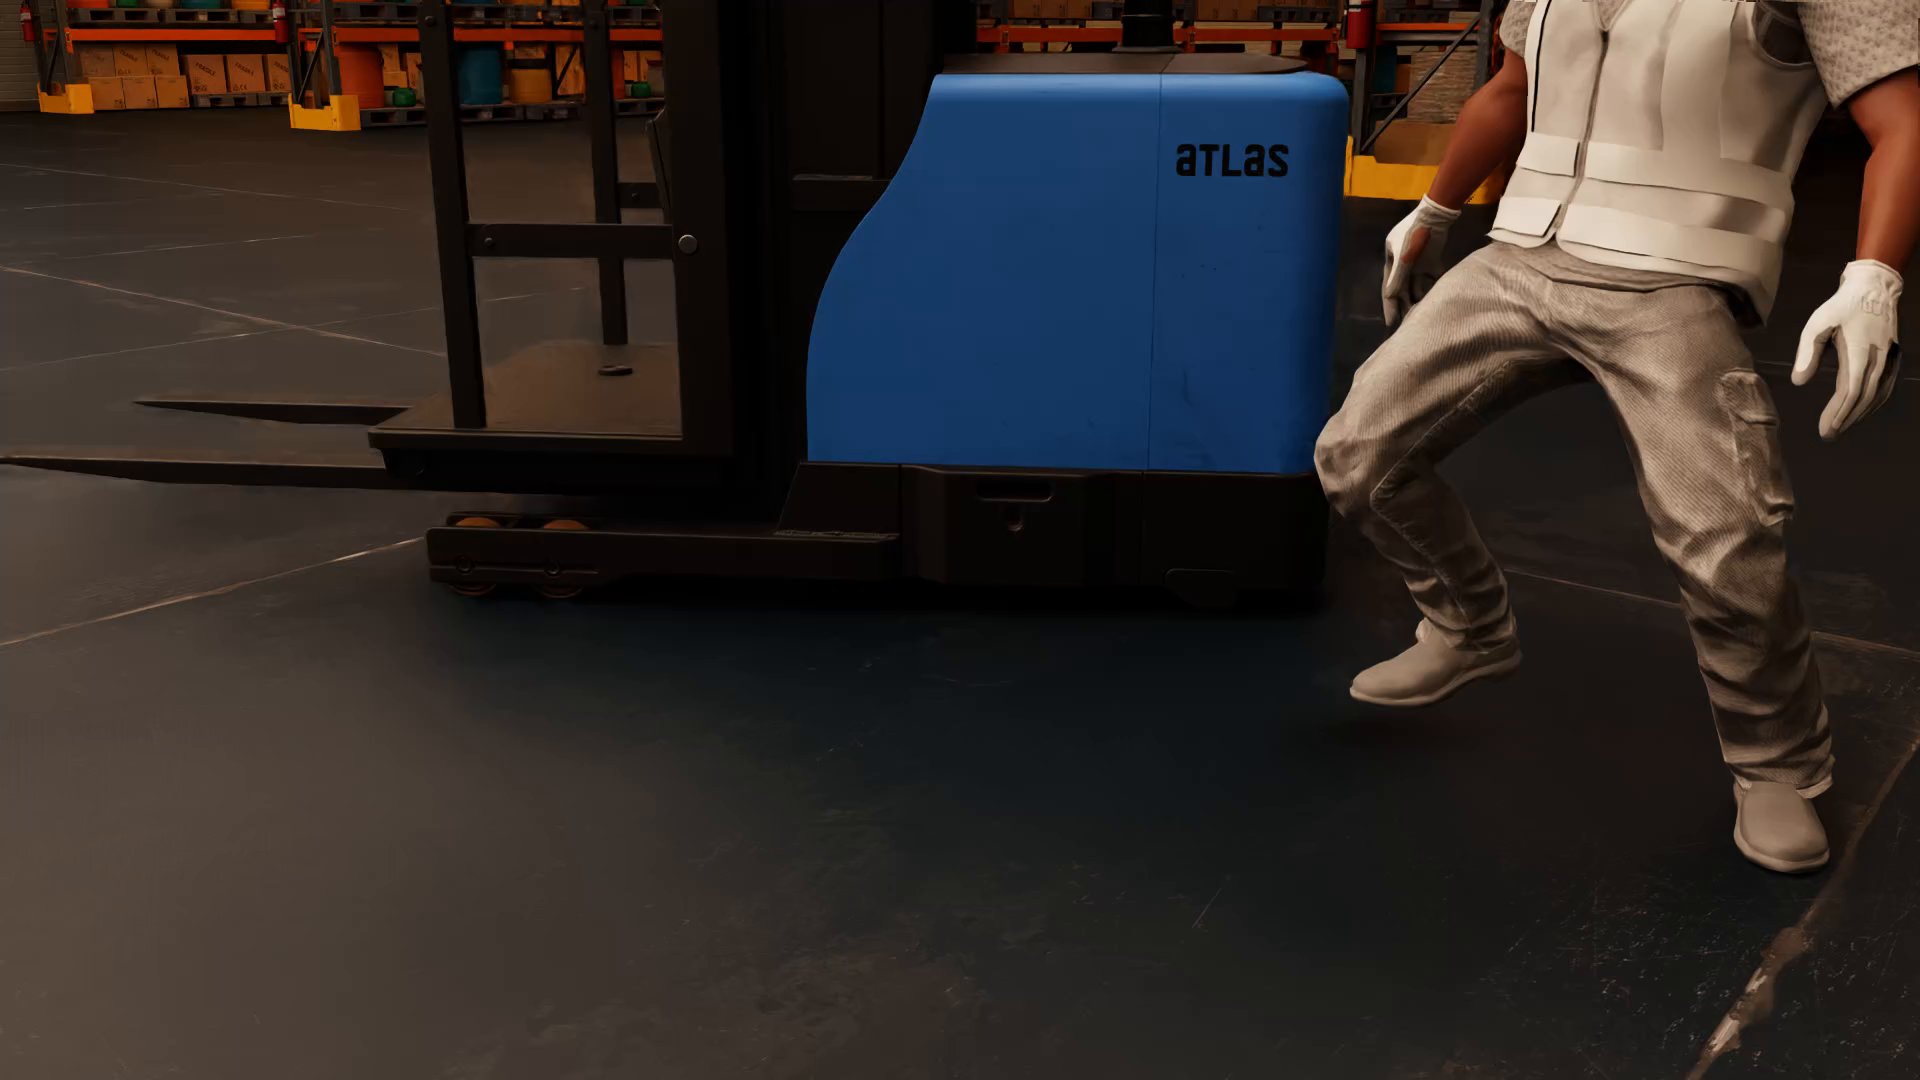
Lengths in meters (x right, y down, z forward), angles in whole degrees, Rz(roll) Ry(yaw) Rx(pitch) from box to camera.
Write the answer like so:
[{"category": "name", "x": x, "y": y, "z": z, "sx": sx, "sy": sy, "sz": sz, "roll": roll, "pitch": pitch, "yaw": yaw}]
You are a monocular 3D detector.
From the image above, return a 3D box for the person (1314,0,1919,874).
[{"category": "person", "x": 0.953, "y": -0.398, "z": 2.403, "sx": 0.573, "sy": 1.671, "sz": 0.957, "roll": -9, "pitch": 19, "yaw": -28}]

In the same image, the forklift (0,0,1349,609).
[{"category": "forklift", "x": -0.705, "y": -1.427, "z": 3.598, "sx": 3.031, "sy": 2.935, "sz": 1.130, "roll": 2, "pitch": 17, "yaw": 6}]
